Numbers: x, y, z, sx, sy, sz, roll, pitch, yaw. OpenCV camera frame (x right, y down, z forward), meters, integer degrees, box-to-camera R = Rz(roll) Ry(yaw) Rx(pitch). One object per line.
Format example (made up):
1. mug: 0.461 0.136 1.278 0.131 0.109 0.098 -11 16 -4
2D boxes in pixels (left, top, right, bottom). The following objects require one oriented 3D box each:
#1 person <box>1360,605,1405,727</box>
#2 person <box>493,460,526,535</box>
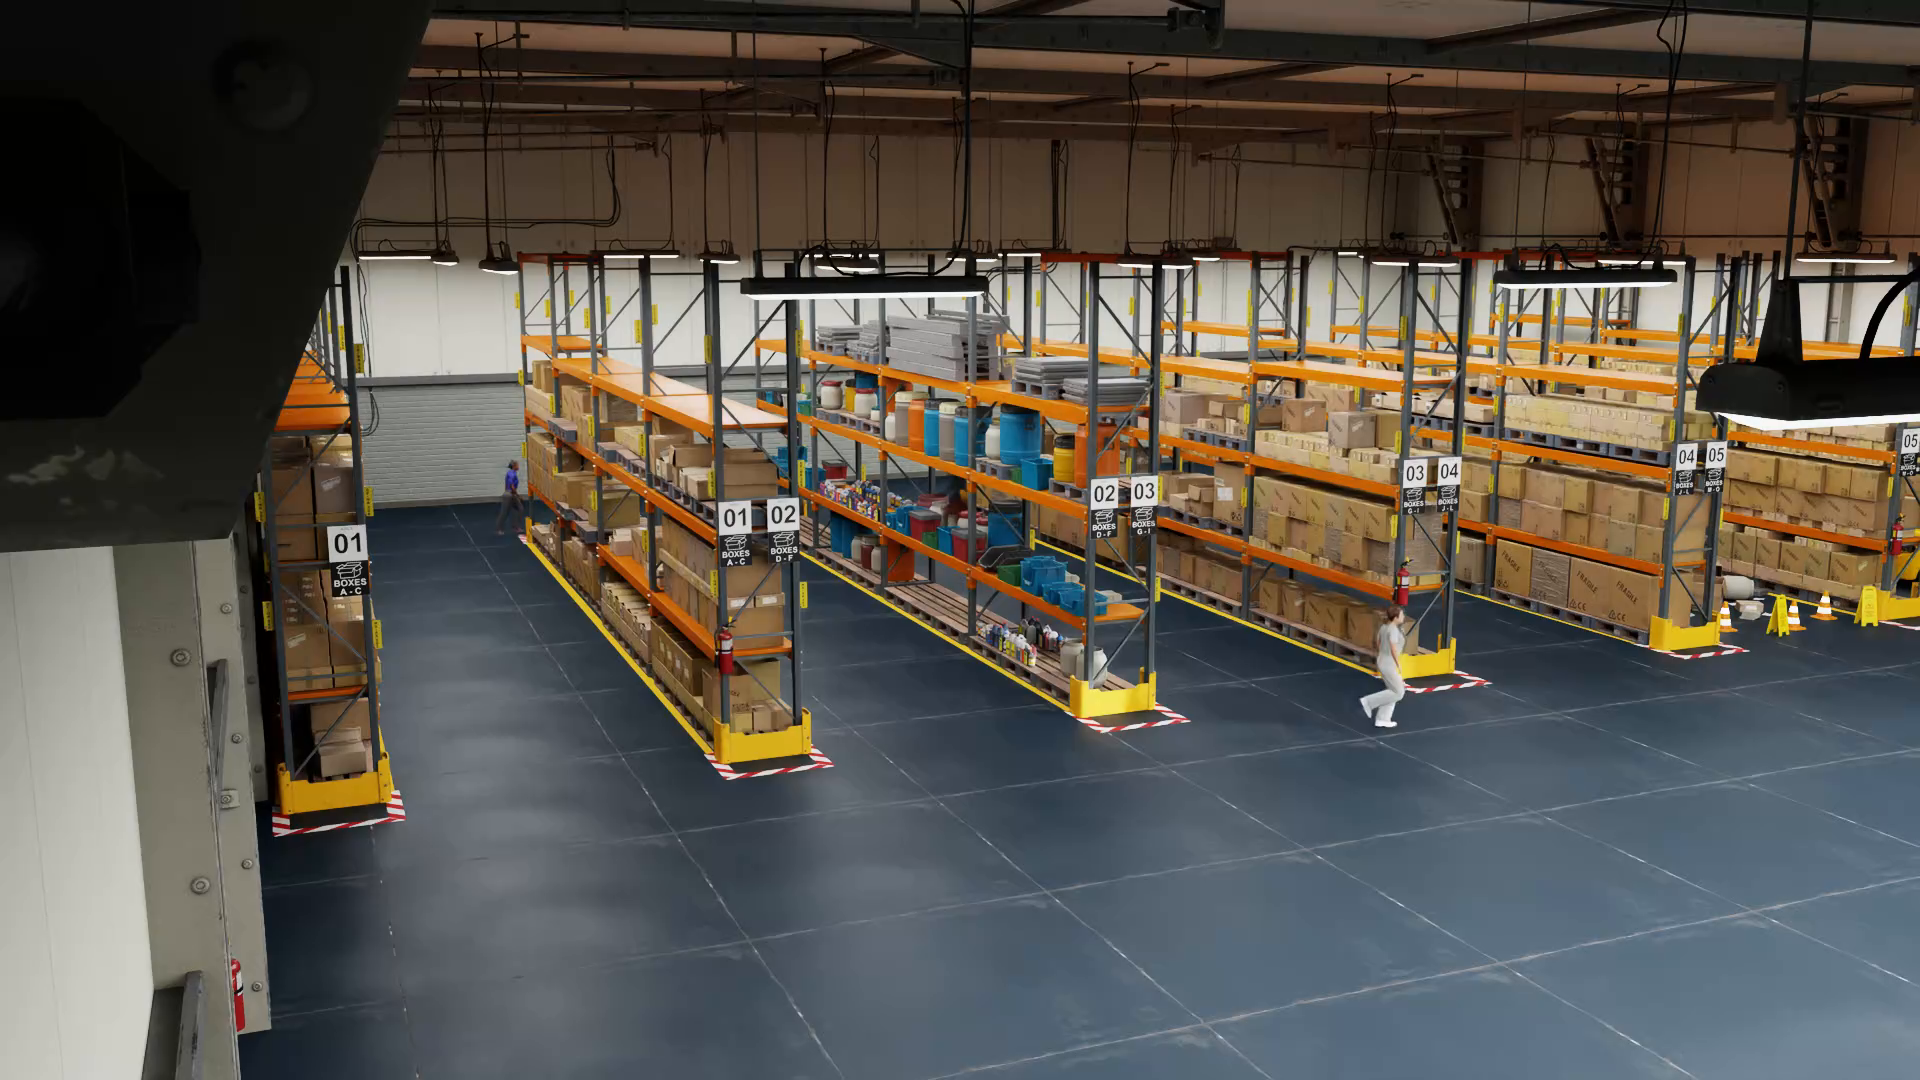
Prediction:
1. person: 5.503 1.645 21.630 0.557 1.605 0.561 0 10 0
2. person: -9.672 -0.921 35.576 0.680 1.604 0.559 -2 11 -10
